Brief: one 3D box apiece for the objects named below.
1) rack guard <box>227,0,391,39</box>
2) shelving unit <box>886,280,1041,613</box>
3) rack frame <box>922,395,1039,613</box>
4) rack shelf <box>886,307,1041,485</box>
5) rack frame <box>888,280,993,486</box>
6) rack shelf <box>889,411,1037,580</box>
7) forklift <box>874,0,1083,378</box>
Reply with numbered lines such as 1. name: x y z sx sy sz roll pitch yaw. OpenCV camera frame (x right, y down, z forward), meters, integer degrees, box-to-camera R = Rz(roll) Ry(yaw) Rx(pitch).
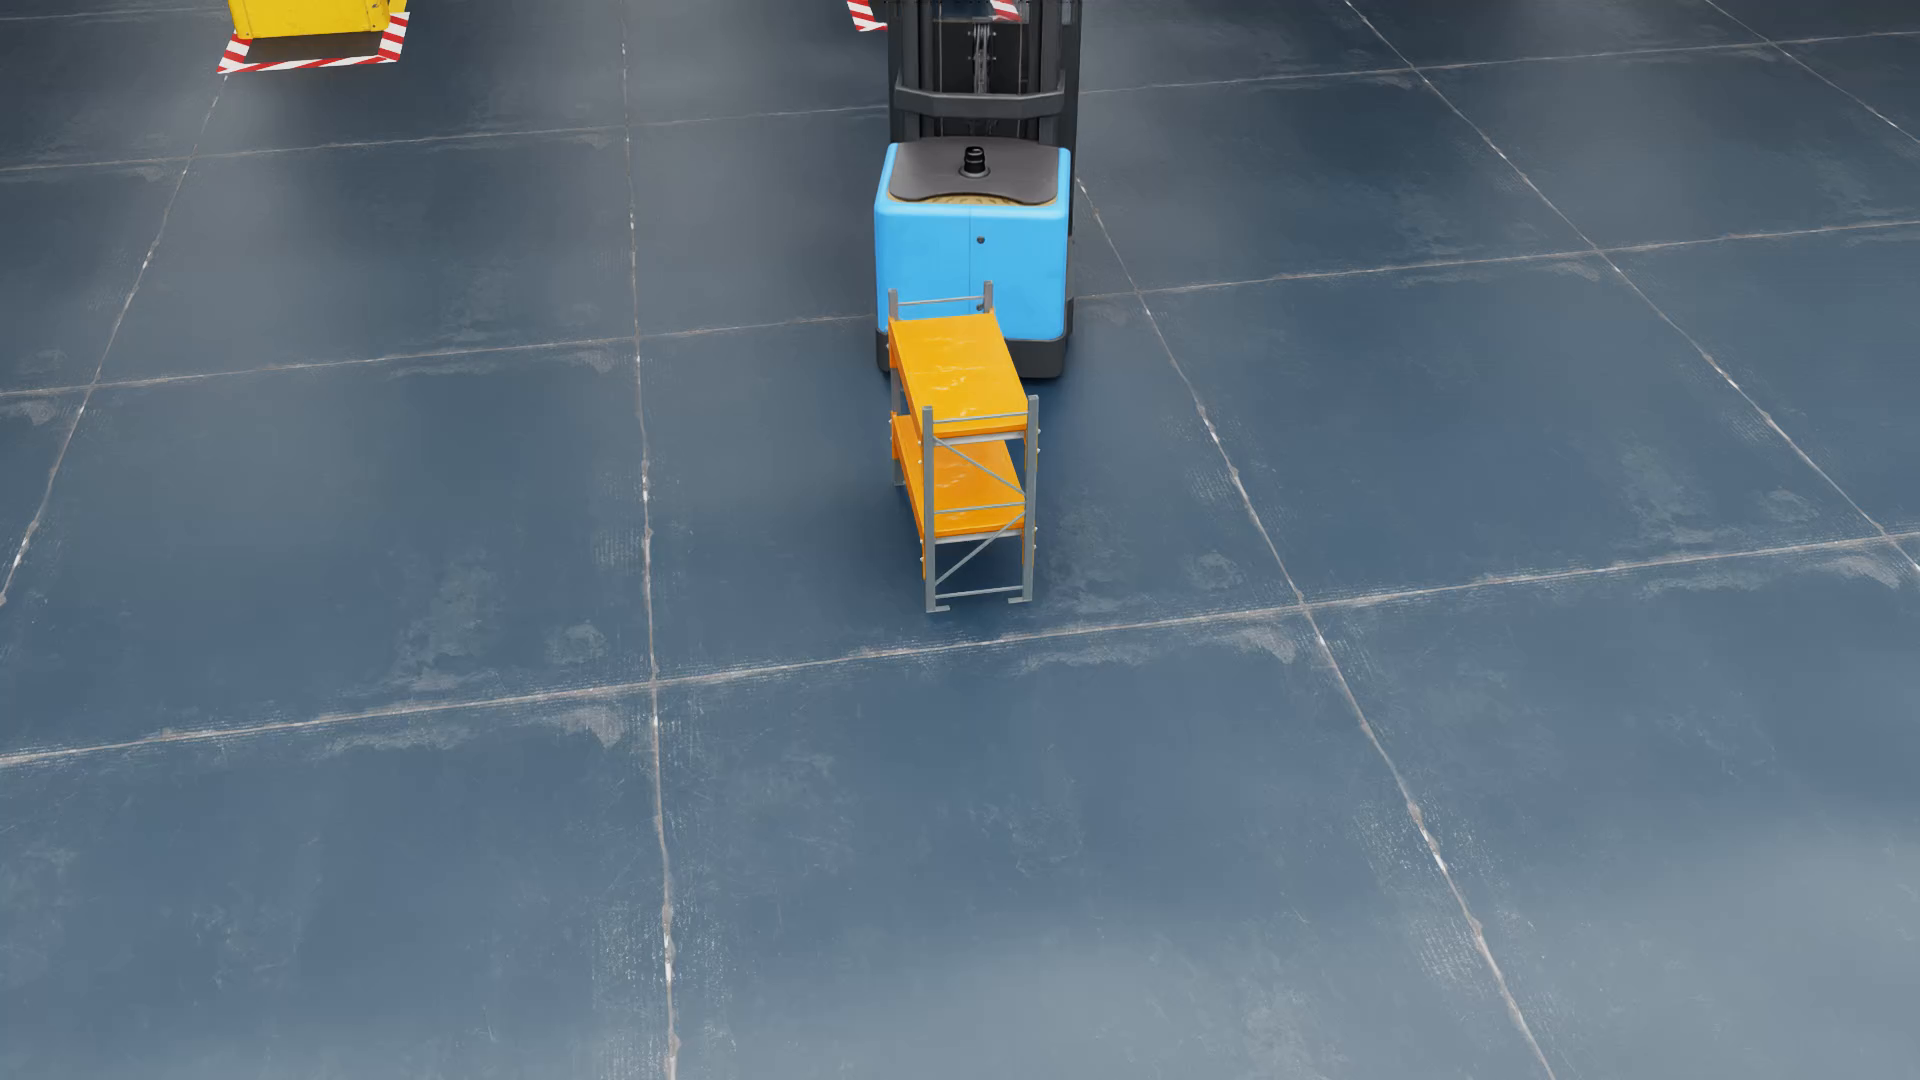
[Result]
1. rack guard: -5.242 -4.364 13.360 1.175 0.500 0.348 -6 38 -8
2. shelving unit: -0.001 -0.448 7.810 0.538 1.125 1.048 -6 38 -8
3. rack frame: 0.088 -0.141 7.415 0.500 1.125 0.032 -6 38 -8
4. rack shelf: -0.001 -0.679 7.631 0.538 0.278 1.000 -6 38 -8
5. rack frame: -0.090 -0.755 8.205 0.500 1.125 0.032 -6 38 -8
6. rack shelf: -0.001 -0.255 7.960 0.538 0.278 1.000 -6 38 -8
7. forklift: 0.152 -2.938 9.542 1.130 2.935 3.031 2 38 3
